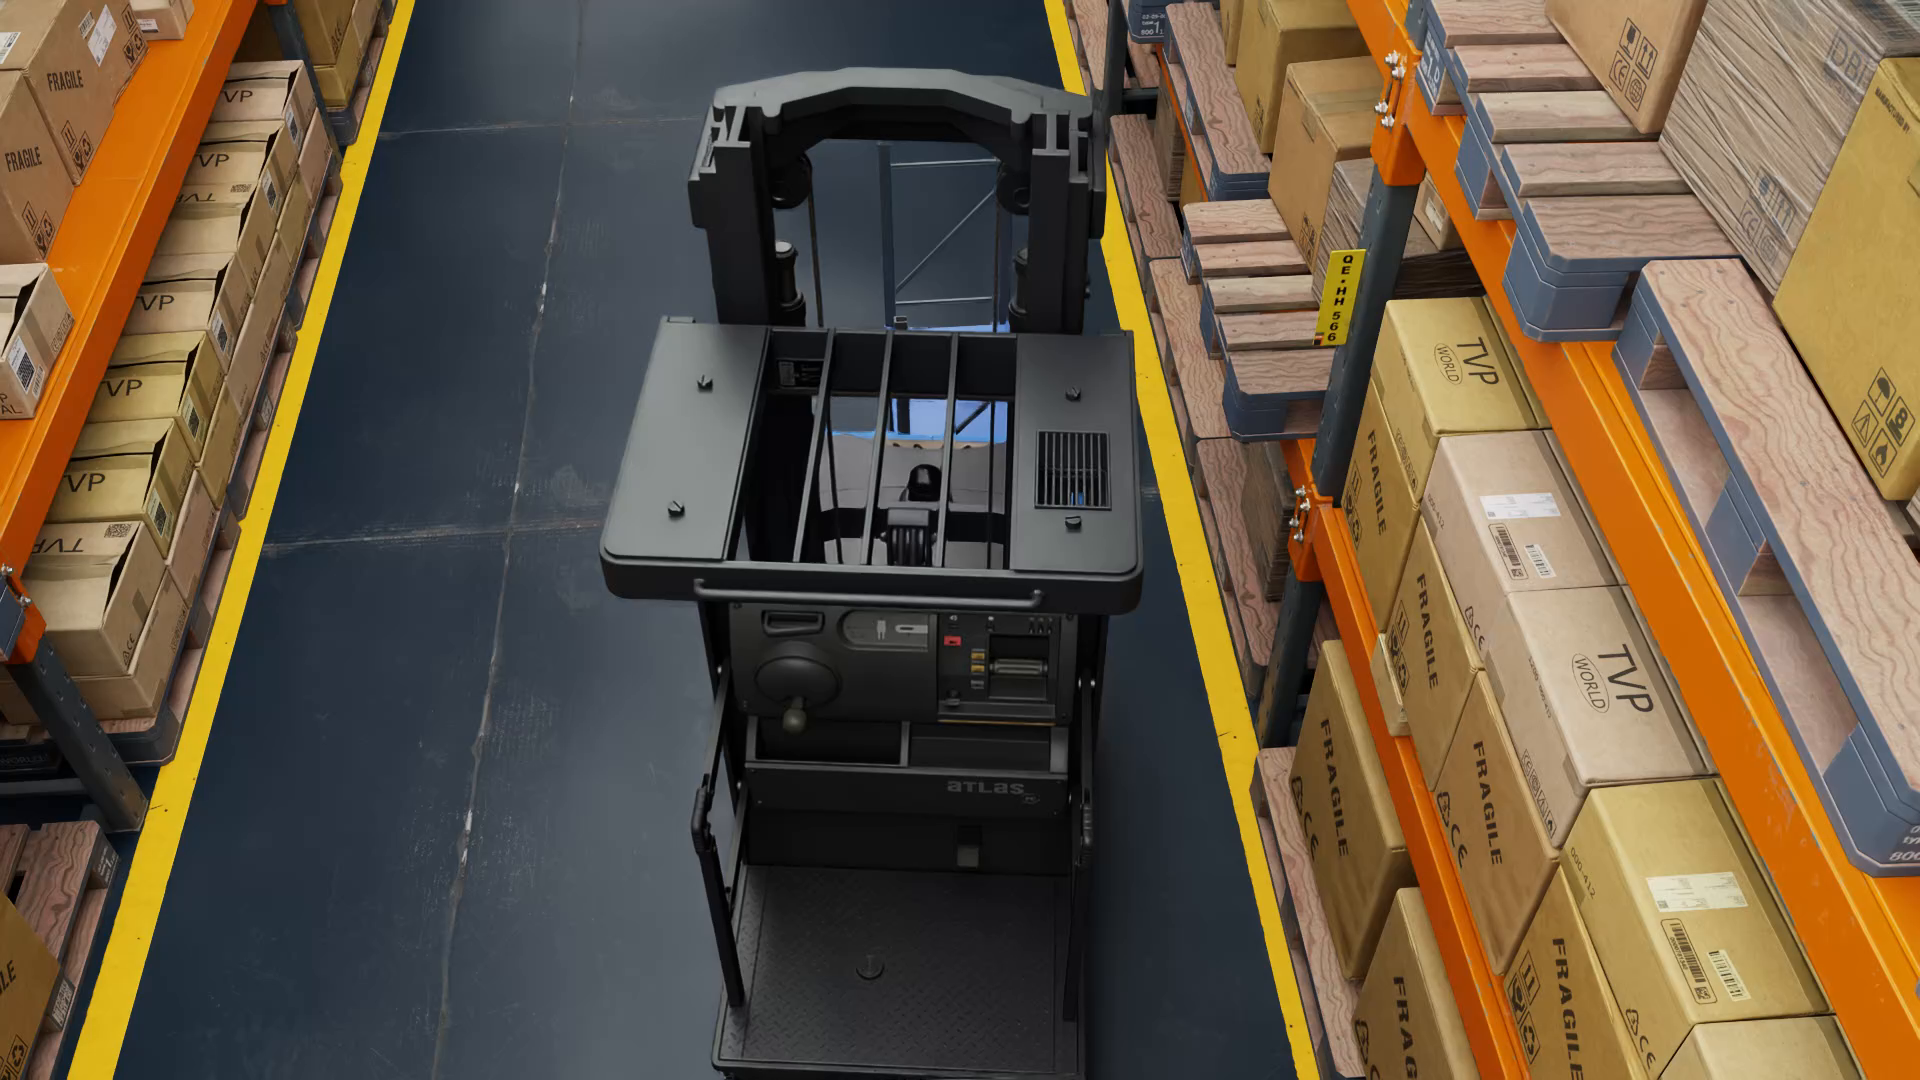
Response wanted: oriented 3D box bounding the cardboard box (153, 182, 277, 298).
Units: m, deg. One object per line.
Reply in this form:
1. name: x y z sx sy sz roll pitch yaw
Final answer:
1. cardboard box: -3.279 -1.301 7.134 0.500 0.311 0.500 -4 47 -3

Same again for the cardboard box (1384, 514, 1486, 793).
1. cardboard box: 1.404 0.272 4.139 0.500 0.500 0.500 -2 47 -2

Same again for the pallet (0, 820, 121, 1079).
1. pallet: -3.328 1.474 5.209 1.003 0.211 1.213 -3 47 -3

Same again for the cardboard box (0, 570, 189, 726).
1. cardboard box: -3.104 0.377 5.932 0.500 0.250 0.500 -4 47 -3

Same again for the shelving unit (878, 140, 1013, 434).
1. shelving unit: -0.007 -0.577 6.264 0.538 1.500 1.048 -3 47 -3

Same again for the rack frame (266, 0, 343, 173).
1. rack frame: -3.687 -2.922 7.451 1.000 3.000 0.127 -3 47 -3

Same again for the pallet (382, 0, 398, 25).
1. pallet: -3.818 -3.425 9.849 1.003 0.211 1.213 -3 47 -3

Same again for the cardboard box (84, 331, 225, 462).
1. cardboard box: -3.197 -0.565 6.437 0.500 0.311 0.500 -5 47 -4

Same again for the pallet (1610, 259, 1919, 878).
1. pallet: 1.787 -0.026 2.773 1.003 0.211 1.213 -2 47 -1

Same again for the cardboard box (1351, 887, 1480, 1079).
1. cardboard box: 1.581 1.438 4.514 0.750 0.750 0.750 -4 47 -3

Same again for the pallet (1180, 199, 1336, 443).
1. pallet: 1.418 -0.775 5.550 1.213 0.211 1.003 -3 47 -3

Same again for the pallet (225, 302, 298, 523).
1. pallet: -3.482 -0.547 7.123 1.003 0.211 1.213 -3 47 -3

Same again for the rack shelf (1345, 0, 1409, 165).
1. rack shelf: 1.416 -2.562 5.540 1.077 0.370 4.000 -3 47 -3

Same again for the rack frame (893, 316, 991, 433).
1. rack frame: 0.035 -0.210 5.916 0.500 1.500 0.032 -3 47 -3

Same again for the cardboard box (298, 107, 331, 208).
1. cardboard box: -3.364 -1.838 8.029 0.500 0.250 0.500 -4 47 -4

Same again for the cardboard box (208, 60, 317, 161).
1. cardboard box: -3.368 -2.038 7.832 0.500 0.311 0.500 -3 47 -3

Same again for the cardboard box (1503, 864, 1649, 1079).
1. cardboard box: 1.495 1.007 3.443 0.500 0.500 0.500 -2 47 -2

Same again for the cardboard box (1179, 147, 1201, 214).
1. cardboard box: 1.420 -1.615 7.632 0.700 0.500 0.500 -4 47 -4

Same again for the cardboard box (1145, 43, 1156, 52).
1. cardboard box: 1.174 -2.788 8.973 0.380 0.166 0.250 -9 47 -8

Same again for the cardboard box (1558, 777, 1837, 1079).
1. cardboard box: 1.505 0.731 3.188 0.500 0.250 0.500 -4 47 -4

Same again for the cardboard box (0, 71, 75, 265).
1. cardboard box: -3.509 -1.275 5.823 0.500 0.500 0.500 -6 47 -5

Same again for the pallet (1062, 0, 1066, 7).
1. pallet: 1.052 -3.635 10.047 1.003 0.211 1.213 -3 47 -3

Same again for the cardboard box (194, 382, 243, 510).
1. cardboard box: -3.196 -0.363 6.632 0.500 0.250 0.500 -5 47 -4

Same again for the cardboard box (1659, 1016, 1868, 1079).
1. cardboard box: 1.548 1.099 2.839 0.500 0.250 0.500 -3 47 -3

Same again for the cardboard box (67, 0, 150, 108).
1. cardboard box: -3.595 -2.018 6.527 0.500 0.500 0.500 0 47 0

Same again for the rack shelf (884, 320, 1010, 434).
1. rack shelf: -0.007 -0.454 6.395 0.538 0.185 1.000 -3 47 -3

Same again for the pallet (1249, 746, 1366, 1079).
1. pallet: 1.574 1.202 5.466 1.003 0.211 1.213 -3 47 -3

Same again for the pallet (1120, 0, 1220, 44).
1. pallet: 1.168 -2.598 7.276 1.003 0.211 1.213 -3 47 -3

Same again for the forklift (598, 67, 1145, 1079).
1. forklift: -0.160 0.433 4.321 1.130 2.935 3.031 2 47 2

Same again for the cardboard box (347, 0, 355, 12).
1. cardboard box: -3.464 -3.094 8.703 0.500 0.500 0.500 -3 47 -3

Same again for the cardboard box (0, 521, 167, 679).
1. cardboard box: -3.104 0.184 5.728 0.500 0.311 0.500 -2 47 -2

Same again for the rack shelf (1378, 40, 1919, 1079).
1. rack shelf: 1.751 0.332 2.800 1.077 0.370 4.000 -3 47 -3

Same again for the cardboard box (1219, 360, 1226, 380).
1. cardboard box: 1.474 -0.878 6.935 0.700 0.500 0.500 -4 47 -4

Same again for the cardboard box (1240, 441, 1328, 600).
1. cardboard box: 1.471 -0.141 6.236 0.700 0.500 0.500 -3 47 -3

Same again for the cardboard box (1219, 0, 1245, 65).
1. cardboard box: 1.383 -2.162 6.359 0.700 0.500 0.500 2 47 2

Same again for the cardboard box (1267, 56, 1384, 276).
1. cardboard box: 1.460 -1.259 5.505 0.700 0.500 0.500 -7 47 -7

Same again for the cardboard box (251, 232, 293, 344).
1. cardboard box: -3.280 -1.102 7.332 0.500 0.250 0.500 -3 47 -2

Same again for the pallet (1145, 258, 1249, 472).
1. pallet: 1.420 -0.819 7.380 1.003 0.211 1.213 -3 47 -3

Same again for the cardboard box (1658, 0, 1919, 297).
1. cardboard box: 1.778 -0.821 3.024 0.700 0.500 0.500 -6 47 -5

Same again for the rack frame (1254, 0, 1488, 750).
1. rack frame: 1.583 -0.331 4.998 1.000 3.000 0.127 -3 47 -3

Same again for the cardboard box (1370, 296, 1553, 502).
1. cardboard box: 1.367 -0.368 4.228 0.500 0.250 0.500 -2 47 -2

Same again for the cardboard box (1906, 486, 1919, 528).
1. cardboard box: 1.865 -0.063 2.306 0.700 0.500 0.500 -4 47 -3

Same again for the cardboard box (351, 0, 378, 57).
1. cardboard box: -3.461 -2.837 8.975 0.500 0.250 0.500 -3 47 -3

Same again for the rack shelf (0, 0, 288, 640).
1. rack shelf: -3.520 -1.227 6.342 1.077 0.370 4.000 -3 47 -3

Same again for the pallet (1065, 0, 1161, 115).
1. pallet: 1.157 -2.750 9.209 1.003 0.211 1.213 -3 47 -3
